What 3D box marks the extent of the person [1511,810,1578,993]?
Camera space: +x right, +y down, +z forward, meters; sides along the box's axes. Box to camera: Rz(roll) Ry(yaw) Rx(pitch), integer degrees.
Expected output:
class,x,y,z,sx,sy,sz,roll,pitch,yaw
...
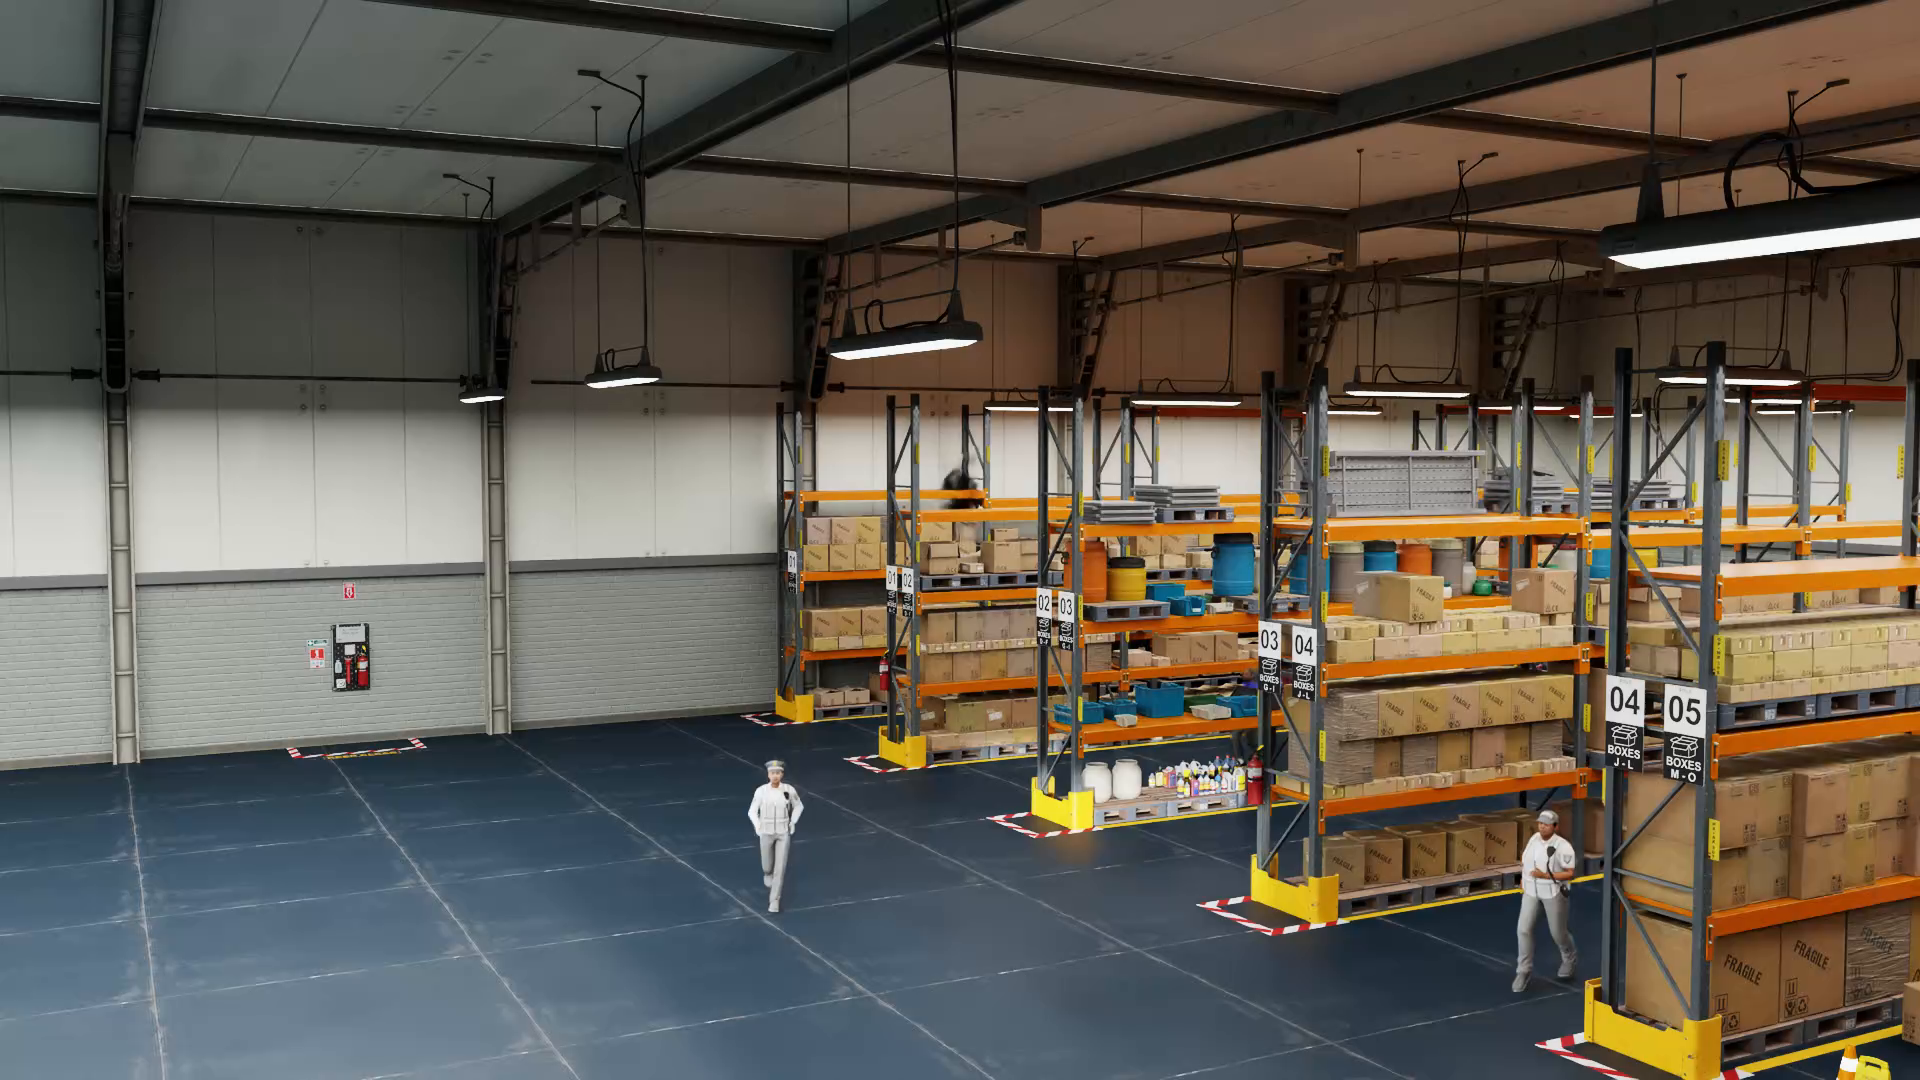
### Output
class,x,y,z,sx,sy,sz,roll,pitch,yaw
person,5.615,3.421,15.914,0.863,1.696,0.600,-3,4,-43

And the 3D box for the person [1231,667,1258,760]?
class,x,y,z,sx,sy,sz,roll,pitch,yaw
person,4.624,2.846,26.686,0.734,1.613,0.584,-2,4,-34

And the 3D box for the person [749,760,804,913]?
class,x,y,z,sx,sy,sz,roll,pitch,yaw
person,-2.057,3.279,18.636,0.615,1.661,0.742,0,3,-7
